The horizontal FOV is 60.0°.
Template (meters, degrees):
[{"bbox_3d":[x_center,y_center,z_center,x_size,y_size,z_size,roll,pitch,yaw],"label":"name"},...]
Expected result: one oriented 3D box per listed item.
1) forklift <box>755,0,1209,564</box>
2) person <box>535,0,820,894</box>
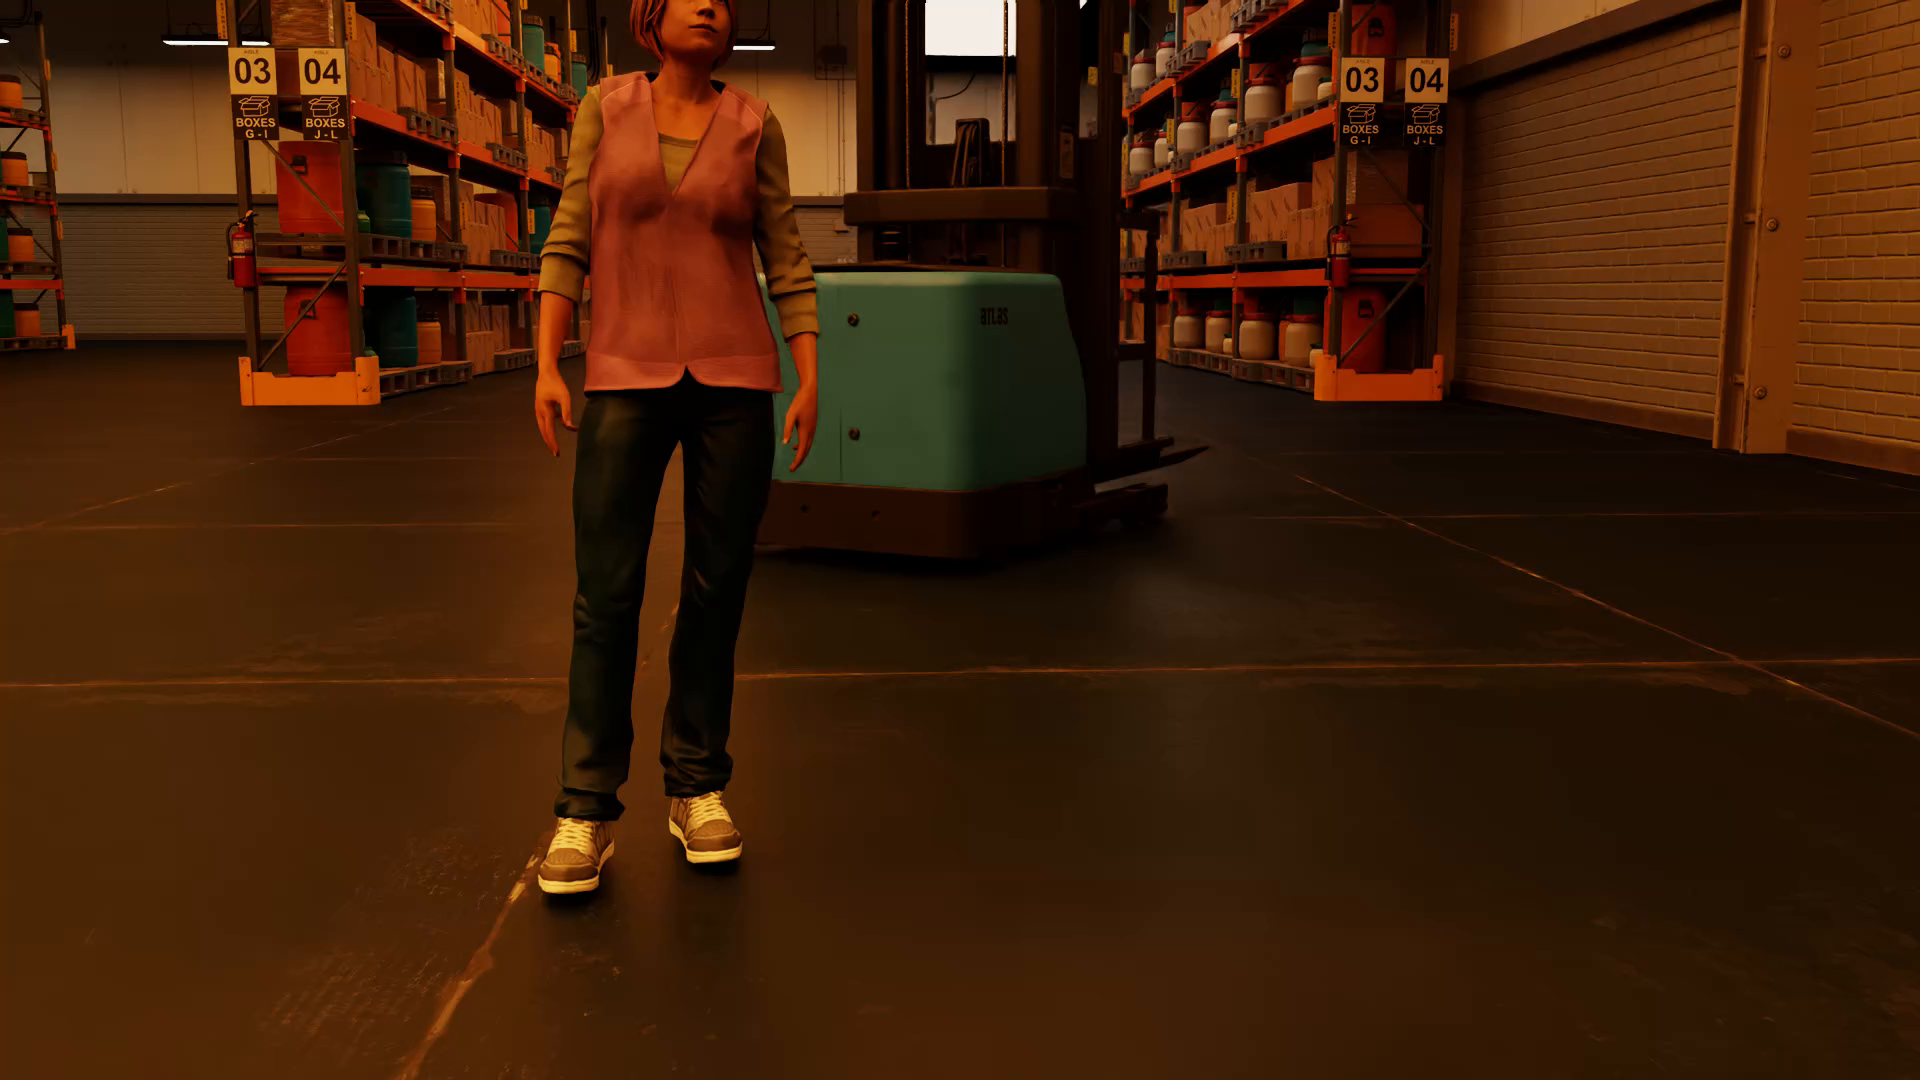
[{"bbox_3d":[0.273,-1.539,7.193,1.130,2.935,3.031,4,10,28],"label":"forklift"},{"bbox_3d":[-0.487,-0.229,2.879,0.520,1.592,0.475,-2,9,-13],"label":"person"}]
